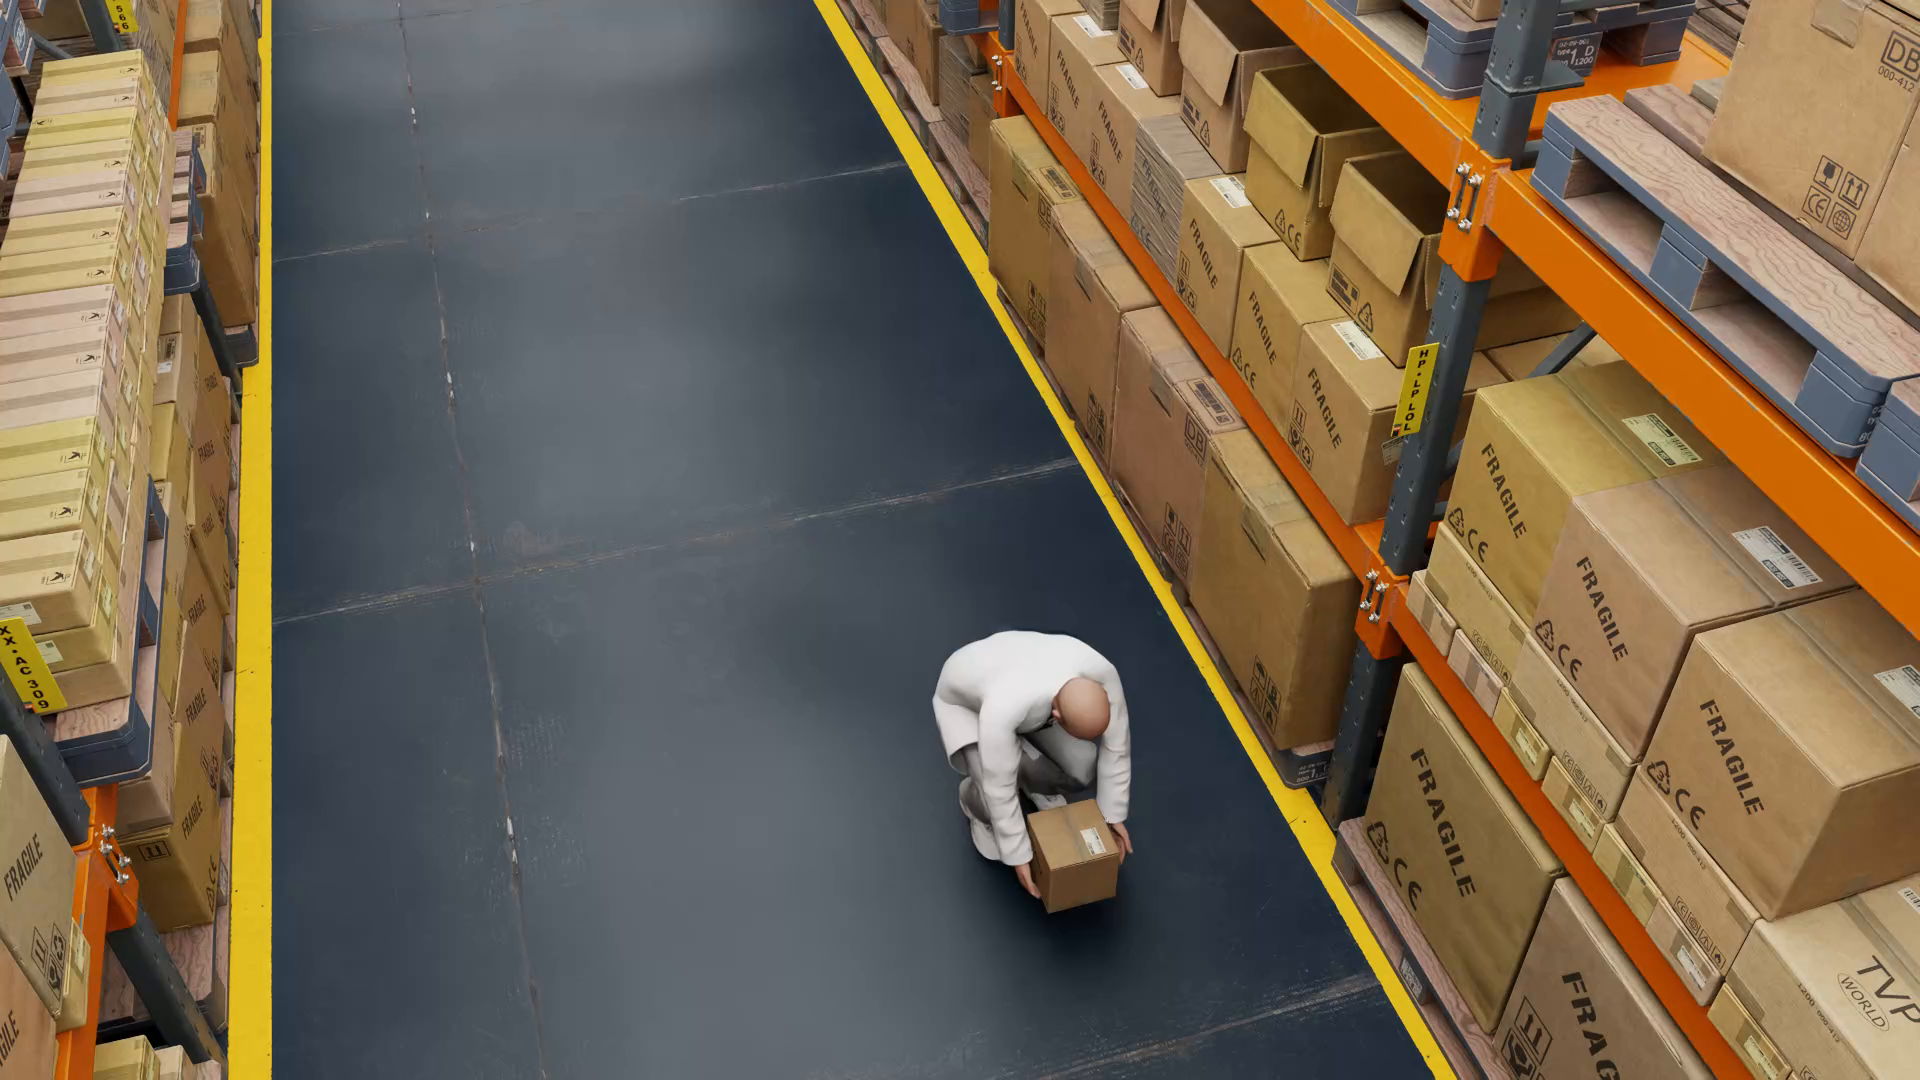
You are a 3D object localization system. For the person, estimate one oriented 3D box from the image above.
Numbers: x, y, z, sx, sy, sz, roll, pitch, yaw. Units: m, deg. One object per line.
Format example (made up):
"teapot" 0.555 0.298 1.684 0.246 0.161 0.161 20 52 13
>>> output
"person" 0.254 0.711 5.937 0.609 1.029 0.895 -16 44 -17
